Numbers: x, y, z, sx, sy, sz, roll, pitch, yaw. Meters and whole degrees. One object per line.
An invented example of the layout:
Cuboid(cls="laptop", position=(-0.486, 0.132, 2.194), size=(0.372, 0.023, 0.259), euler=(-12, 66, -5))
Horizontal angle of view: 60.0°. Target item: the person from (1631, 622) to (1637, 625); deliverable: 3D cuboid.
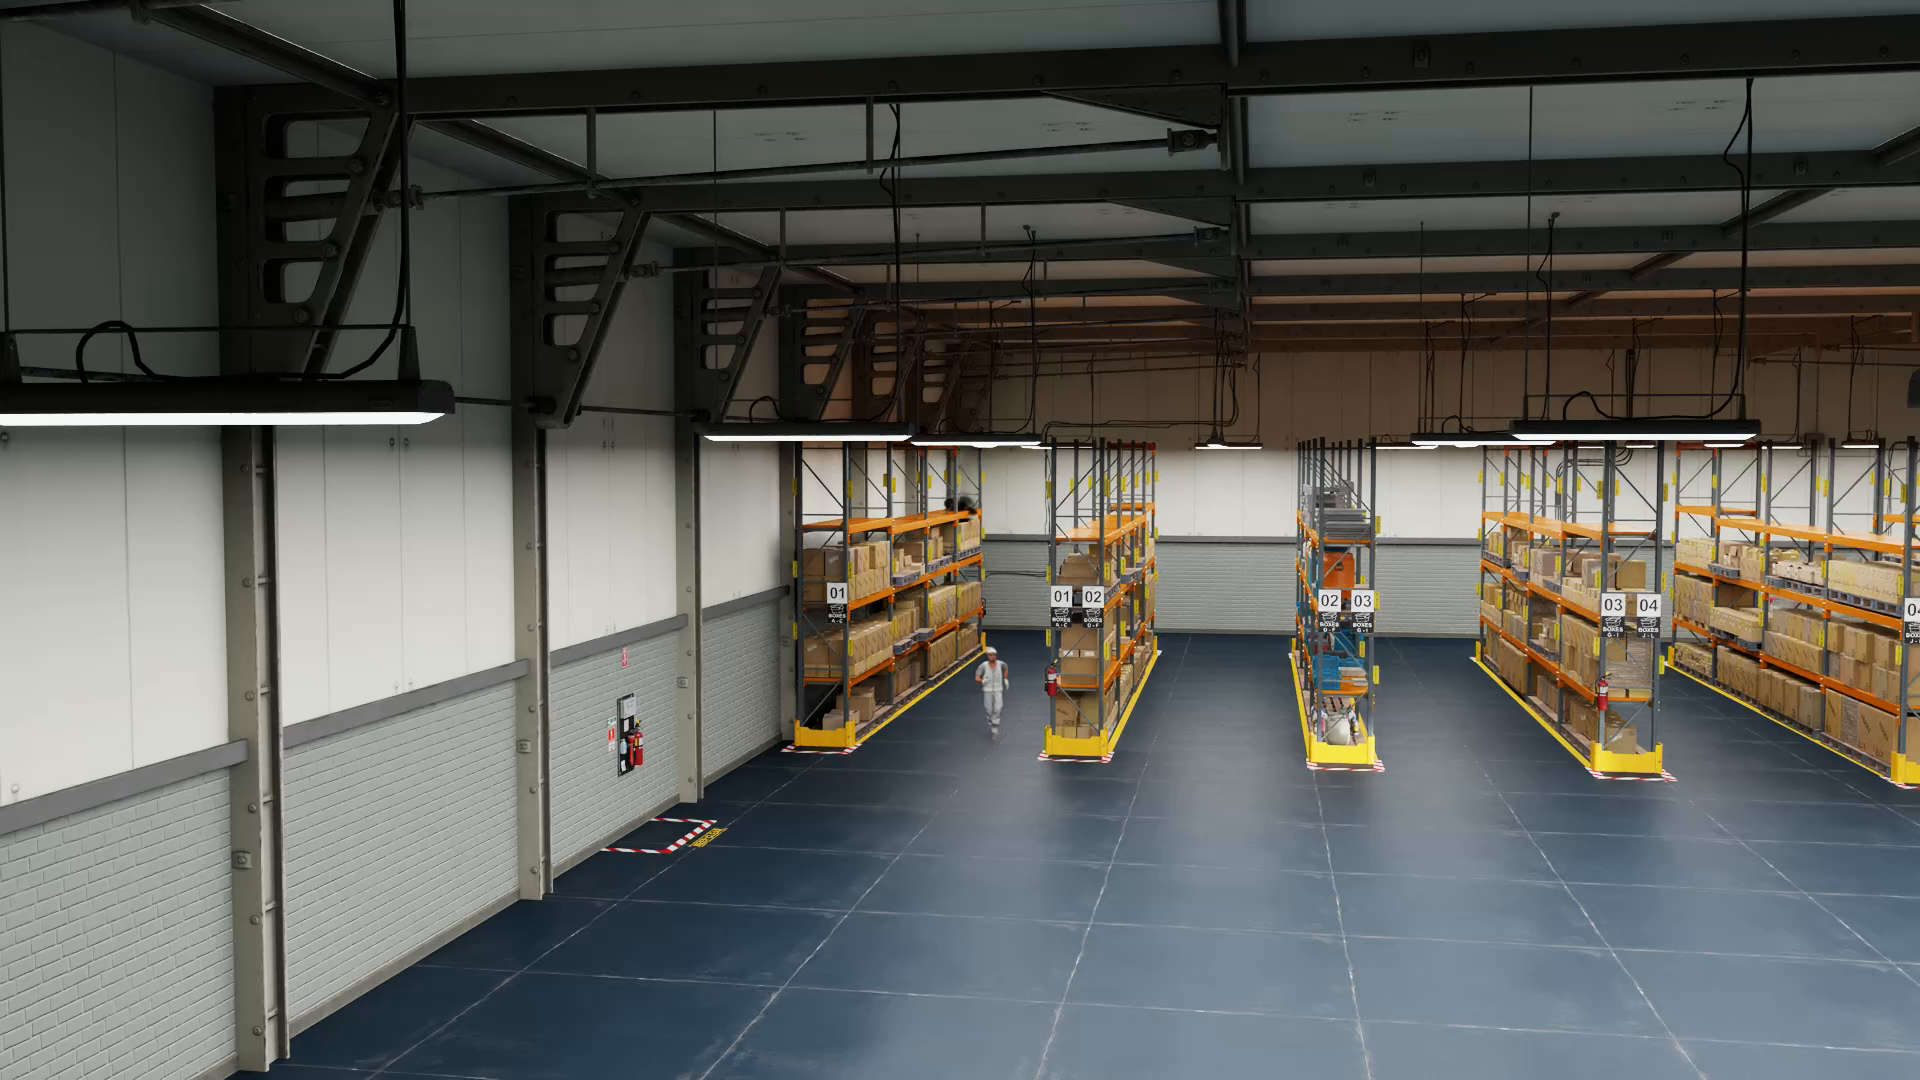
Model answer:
Cuboid(cls="person", position=(17.397, 2.626, 42.397), size=(0.684, 1.755, 0.866), euler=(1, 3, 13))

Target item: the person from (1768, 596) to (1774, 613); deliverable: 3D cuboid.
Cuboid(cls="person", position=(22.088, 2.423, 45.372), size=(0.912, 1.817, 0.629), euler=(1, 3, 16))

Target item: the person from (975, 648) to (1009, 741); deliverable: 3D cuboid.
Cuboid(cls="person", position=(0.647, 3.080, 33.326), size=(0.690, 1.848, 0.913), euler=(0, 3, -5))
